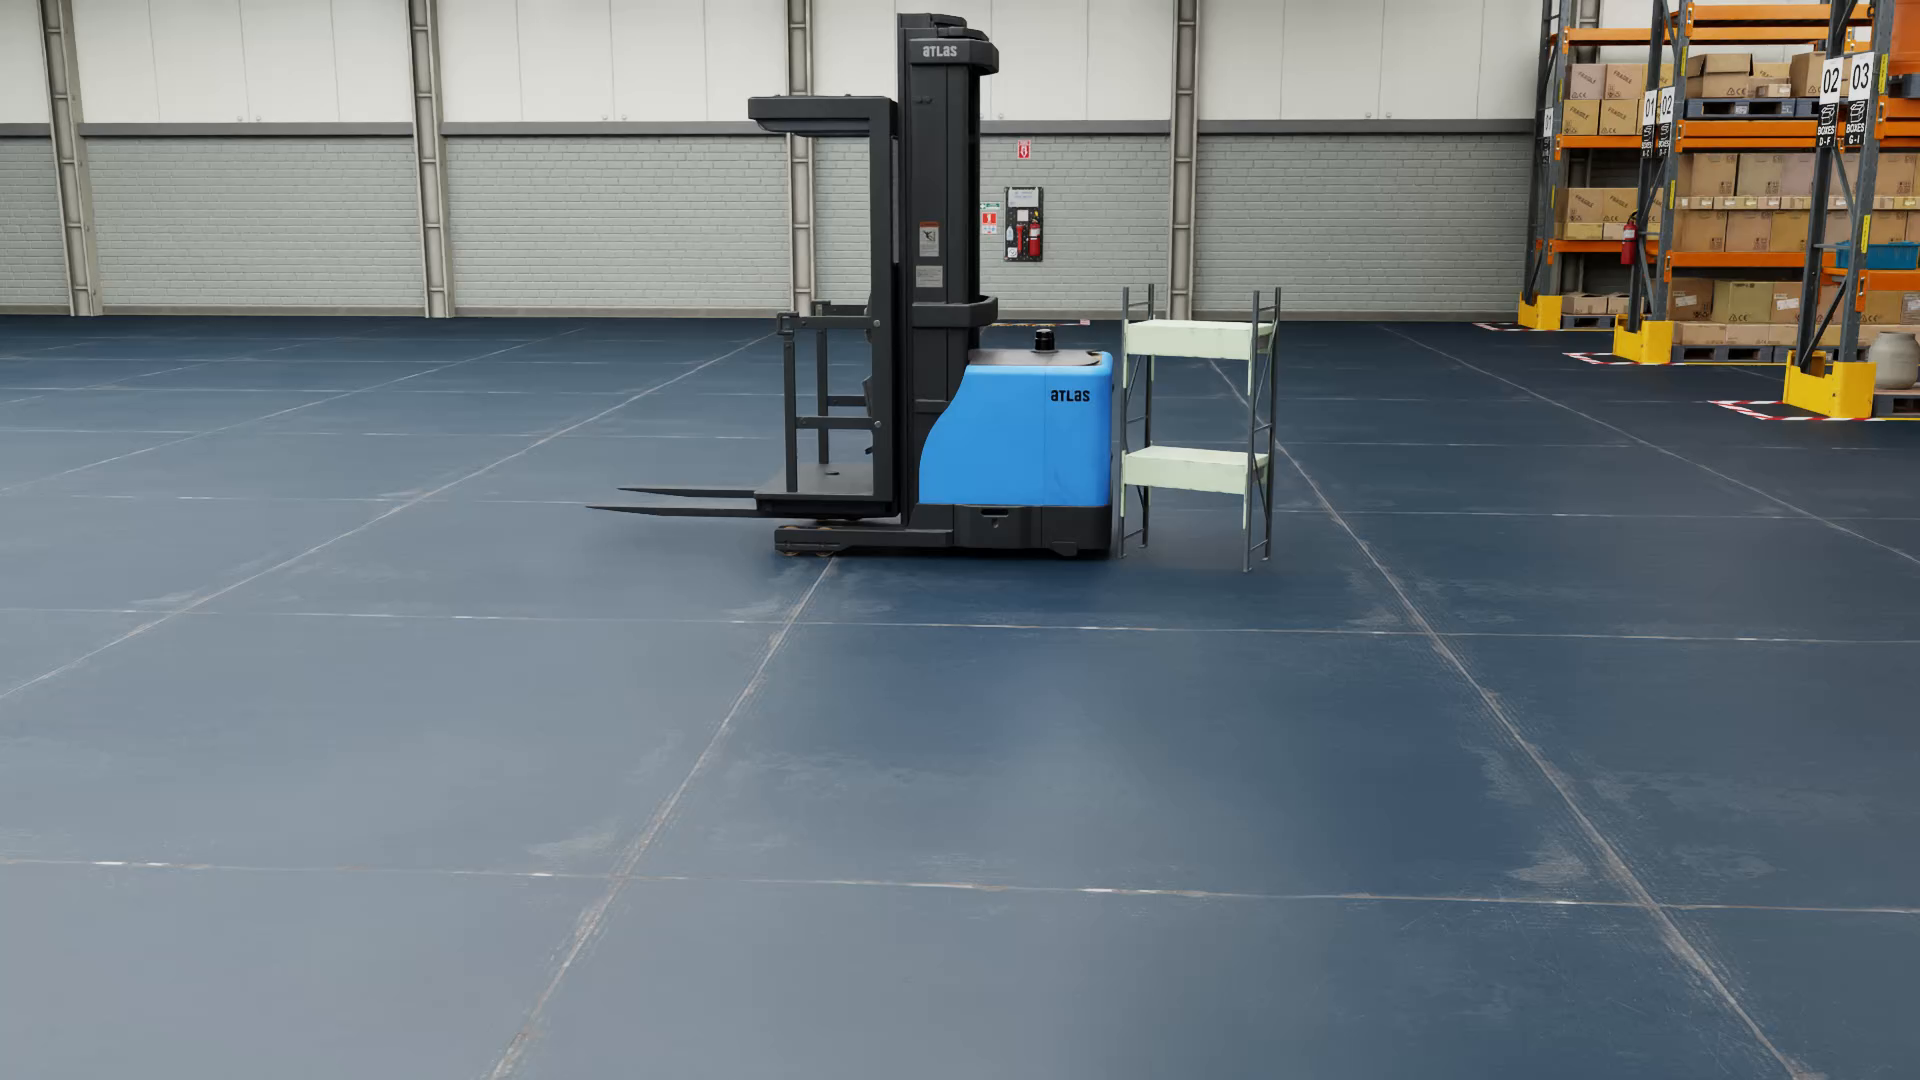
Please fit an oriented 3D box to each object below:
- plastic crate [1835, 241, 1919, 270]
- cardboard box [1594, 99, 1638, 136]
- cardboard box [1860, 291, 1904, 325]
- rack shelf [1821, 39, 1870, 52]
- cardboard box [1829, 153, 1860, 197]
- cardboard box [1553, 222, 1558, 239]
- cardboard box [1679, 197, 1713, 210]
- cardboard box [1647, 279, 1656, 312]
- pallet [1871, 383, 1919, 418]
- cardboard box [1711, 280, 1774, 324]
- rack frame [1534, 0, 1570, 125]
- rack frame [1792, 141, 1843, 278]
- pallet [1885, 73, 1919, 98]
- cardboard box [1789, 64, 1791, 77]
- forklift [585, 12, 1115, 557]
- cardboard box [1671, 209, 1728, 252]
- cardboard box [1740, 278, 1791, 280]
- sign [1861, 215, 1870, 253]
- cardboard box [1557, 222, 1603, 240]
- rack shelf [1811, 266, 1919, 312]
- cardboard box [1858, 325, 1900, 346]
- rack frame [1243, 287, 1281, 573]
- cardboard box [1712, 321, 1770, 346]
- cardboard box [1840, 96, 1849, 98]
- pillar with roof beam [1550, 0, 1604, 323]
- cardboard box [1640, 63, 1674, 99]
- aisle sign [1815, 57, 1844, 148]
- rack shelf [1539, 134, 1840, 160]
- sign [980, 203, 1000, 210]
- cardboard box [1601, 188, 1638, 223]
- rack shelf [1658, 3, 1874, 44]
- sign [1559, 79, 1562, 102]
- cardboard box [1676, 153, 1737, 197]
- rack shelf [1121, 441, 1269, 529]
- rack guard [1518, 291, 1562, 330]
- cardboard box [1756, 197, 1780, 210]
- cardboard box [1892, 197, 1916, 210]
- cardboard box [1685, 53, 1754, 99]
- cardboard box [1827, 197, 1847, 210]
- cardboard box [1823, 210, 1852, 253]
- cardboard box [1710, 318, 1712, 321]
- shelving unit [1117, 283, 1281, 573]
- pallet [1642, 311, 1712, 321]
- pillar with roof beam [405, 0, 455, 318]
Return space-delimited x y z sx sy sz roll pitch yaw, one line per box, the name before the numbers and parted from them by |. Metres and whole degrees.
plastic crate | 8.561 -2.662 15.533 0.616 0.251 0.499 1 12 4
cardboard box | 9.554 -6.161 24.278 0.500 0.500 0.500 2 12 8
cardboard box | 10.893 -2.842 19.886 0.500 0.500 0.500 1 12 4
rack shelf | 14.690 -7.011 24.042 4.000 0.370 1.077 1 12 4
cardboard box | 10.422 -4.347 19.812 0.500 0.500 0.700 1 12 4
cardboard box | 9.183 -4.674 25.106 0.500 0.250 0.500 1 12 5
cardboard box | 8.753 -4.010 19.783 0.250 0.149 0.380 1 12 3
cardboard box | 10.685 -3.641 24.877 0.500 0.500 0.700 0 12 0
pallet | 8.931 -1.312 15.526 1.213 0.211 1.003 1 12 4
cardboard box | 9.395 -2.860 19.974 0.500 0.500 0.500 1 12 4
rack frame | 8.703 -7.641 24.319 0.127 3.000 1.000 1 12 4
rack frame | 12.694 -4.650 24.672 0.127 3.000 1.000 1 12 4
pallet | 8.860 -4.025 14.821 1.213 0.211 1.003 1 12 4
cardboard box | 12.176 -6.618 24.018 0.500 0.500 0.500 0 12 -1
forklift | -0.626 -1.448 9.530 3.031 2.935 1.130 1 12 6
cardboard box | 8.841 -3.733 20.042 0.500 0.500 0.700 1 12 4
cardboard box | 9.930 -2.962 20.462 0.500 0.500 0.500 1 12 4
sign | 8.000 -2.704 14.693 0.005 0.325 0.100 1 12 4
cardboard box | 9.169 -4.570 24.605 0.500 0.250 0.500 0 12 2
rack shelf | 10.037 -2.301 15.201 4.000 0.370 1.077 1 12 4
cardboard box | 10.892 -2.472 19.950 0.500 0.250 0.500 1 12 4
rack frame | 1.627 -0.595 8.952 0.023 1.500 0.400 6 13 28
cardboard box | 9.395 -2.494 20.053 0.500 0.250 0.500 1 12 4
cardboard box | 10.732 -5.479 19.690 0.637 0.503 0.797 2 12 10
pillar with roof beam | 9.172 -6.929 20.914 0.400 9.000 9.100 1 12 4
cardboard box | 10.081 -6.644 24.145 0.500 0.500 0.500 1 12 5
aisle sign | 7.989 -4.015 15.287 0.004 0.787 0.394 1 12 4
rack shelf | 10.699 -5.794 24.569 4.000 0.370 1.077 1 12 4
sign | 0.469 -5.299 26.394 0.331 0.109 0.001 1 12 4
cardboard box | 9.652 -4.932 24.503 0.500 0.500 0.500 1 12 4
rack shelf | 10.372 -6.054 19.465 4.000 0.370 1.077 1 12 4
sign | 8.667 -6.490 24.007 0.005 0.325 0.100 1 12 4
cardboard box | 8.894 -4.367 19.906 0.500 0.500 0.700 1 12 4
rack shelf | 1.305 -0.312 9.189 0.720 0.370 0.431 6 13 28
rack guard | 8.779 -3.480 25.185 0.348 0.500 1.175 1 12 4
cardboard box | 9.517 -3.999 19.732 0.250 0.149 0.380 1 12 3
cardboard box | 11.066 -3.979 19.634 0.250 0.149 0.380 1 12 3
cardboard box | 8.949 -5.477 19.679 0.637 0.503 0.797 2 12 8
cardboard box | 10.287 -3.989 19.682 0.250 0.149 0.380 1 12 4
cardboard box | 10.386 -3.712 19.944 0.500 0.500 0.700 1 12 5
cardboard box | 9.431 -2.601 20.567 0.500 0.250 0.500 1 12 4
shelving unit | 1.305 -0.631 9.122 0.755 1.500 0.431 6 13 28
pallet | 10.801 -3.303 25.044 1.213 0.211 1.003 1 12 4
pillar with roof beam | -8.788 -7.175 22.091 0.400 9.000 9.100 1 12 4
